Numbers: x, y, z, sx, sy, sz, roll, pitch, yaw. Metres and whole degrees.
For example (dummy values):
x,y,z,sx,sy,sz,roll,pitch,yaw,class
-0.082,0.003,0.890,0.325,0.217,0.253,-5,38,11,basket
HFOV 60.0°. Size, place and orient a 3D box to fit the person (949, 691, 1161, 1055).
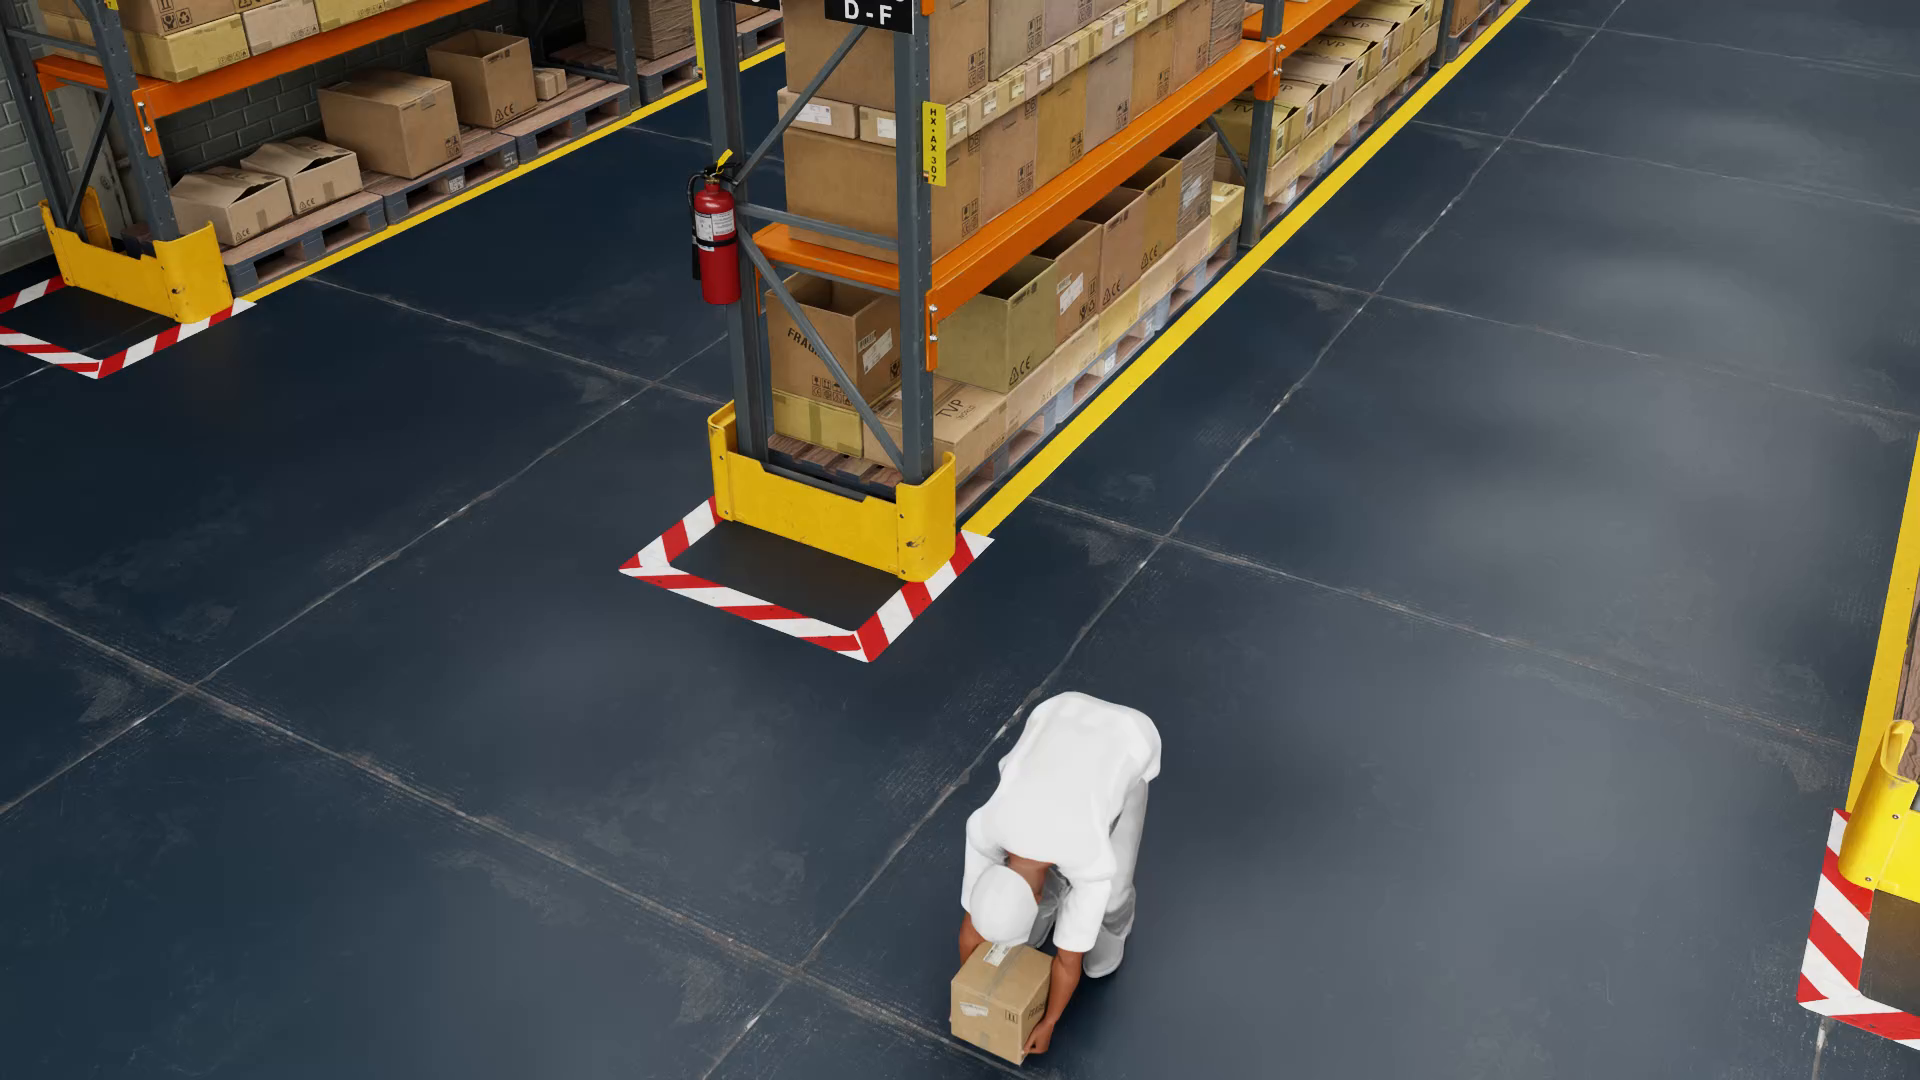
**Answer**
x,y,z,sx,sy,sz,roll,pitch,yaw,class
0.305,1.051,5.310,0.500,0.925,0.975,16,37,22,person
